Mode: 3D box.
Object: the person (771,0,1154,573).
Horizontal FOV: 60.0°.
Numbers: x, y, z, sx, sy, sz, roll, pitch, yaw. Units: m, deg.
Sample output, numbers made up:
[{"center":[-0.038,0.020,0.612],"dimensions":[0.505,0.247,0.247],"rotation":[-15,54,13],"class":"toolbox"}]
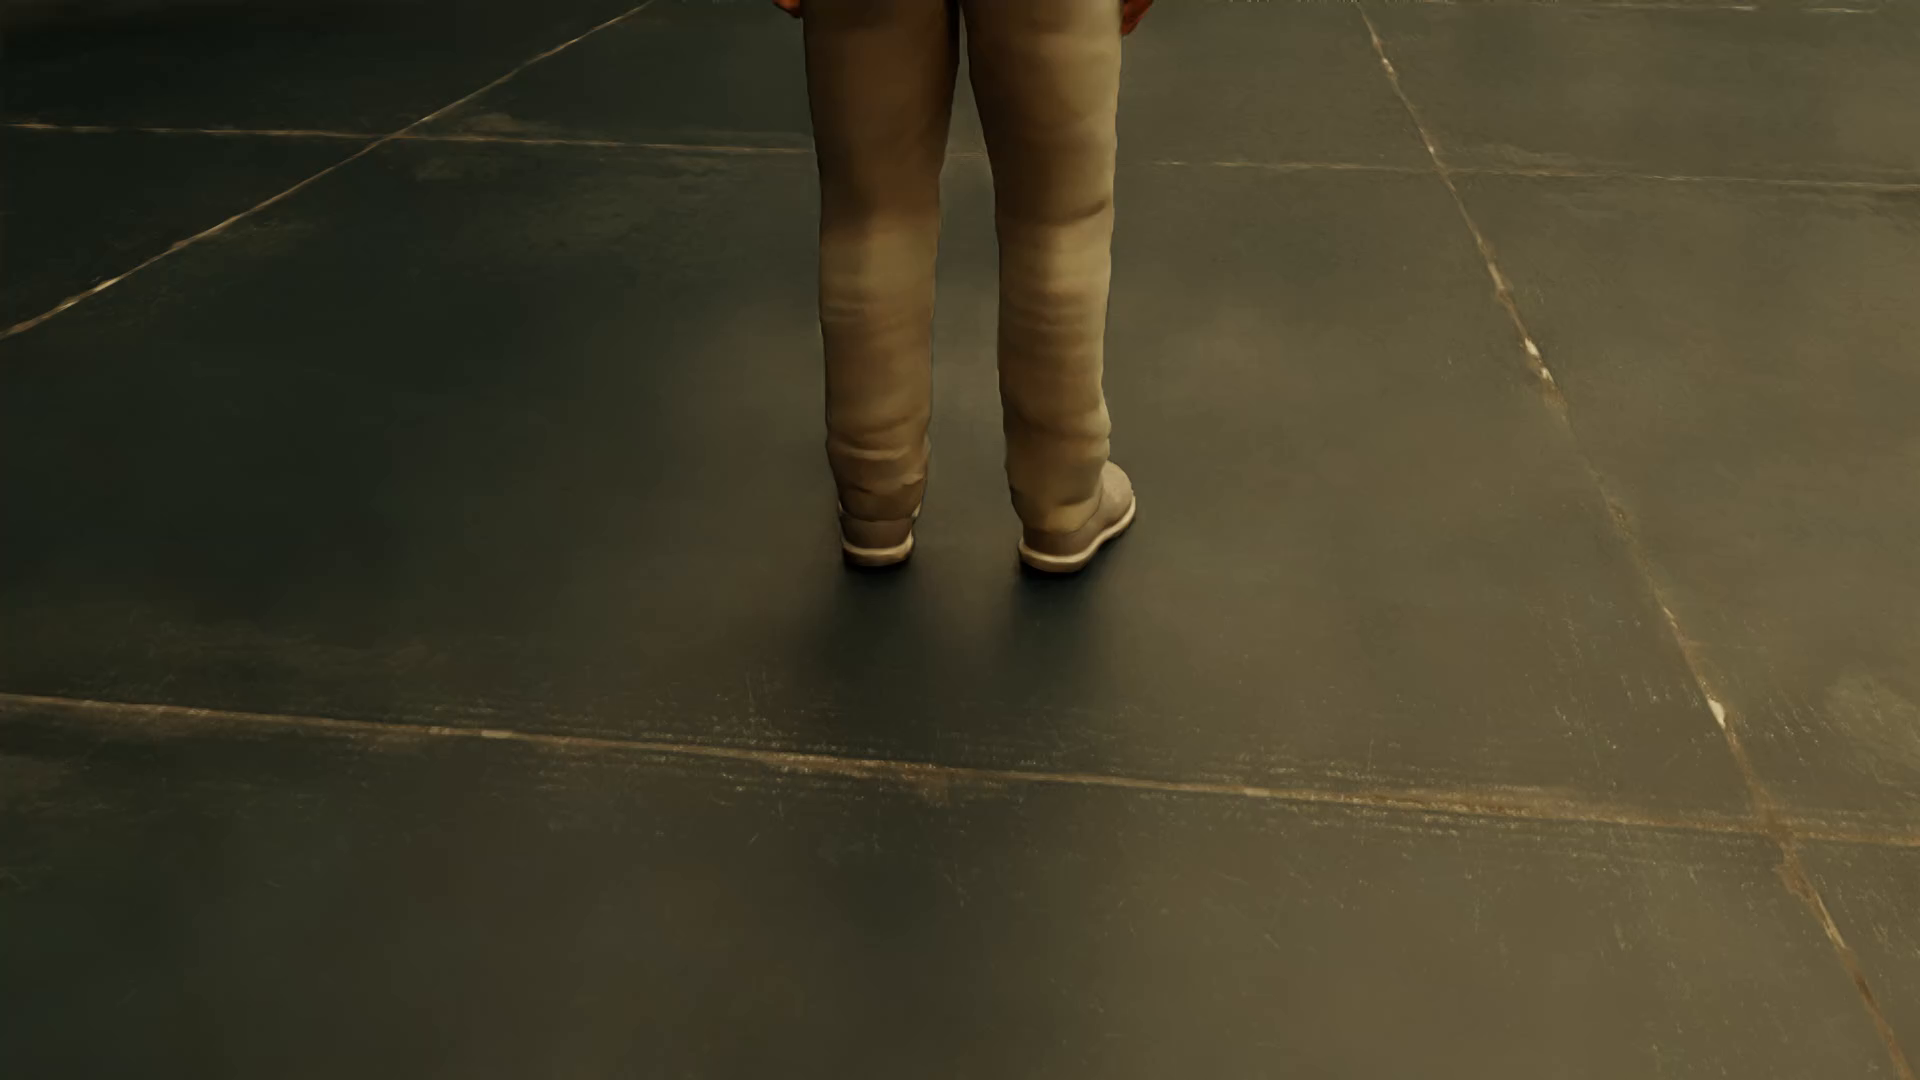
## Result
[{"center":[0.001,-0.799,2.119],"dimensions":[0.523,1.773,0.396],"rotation":[3,27,7],"class":"person"}]
